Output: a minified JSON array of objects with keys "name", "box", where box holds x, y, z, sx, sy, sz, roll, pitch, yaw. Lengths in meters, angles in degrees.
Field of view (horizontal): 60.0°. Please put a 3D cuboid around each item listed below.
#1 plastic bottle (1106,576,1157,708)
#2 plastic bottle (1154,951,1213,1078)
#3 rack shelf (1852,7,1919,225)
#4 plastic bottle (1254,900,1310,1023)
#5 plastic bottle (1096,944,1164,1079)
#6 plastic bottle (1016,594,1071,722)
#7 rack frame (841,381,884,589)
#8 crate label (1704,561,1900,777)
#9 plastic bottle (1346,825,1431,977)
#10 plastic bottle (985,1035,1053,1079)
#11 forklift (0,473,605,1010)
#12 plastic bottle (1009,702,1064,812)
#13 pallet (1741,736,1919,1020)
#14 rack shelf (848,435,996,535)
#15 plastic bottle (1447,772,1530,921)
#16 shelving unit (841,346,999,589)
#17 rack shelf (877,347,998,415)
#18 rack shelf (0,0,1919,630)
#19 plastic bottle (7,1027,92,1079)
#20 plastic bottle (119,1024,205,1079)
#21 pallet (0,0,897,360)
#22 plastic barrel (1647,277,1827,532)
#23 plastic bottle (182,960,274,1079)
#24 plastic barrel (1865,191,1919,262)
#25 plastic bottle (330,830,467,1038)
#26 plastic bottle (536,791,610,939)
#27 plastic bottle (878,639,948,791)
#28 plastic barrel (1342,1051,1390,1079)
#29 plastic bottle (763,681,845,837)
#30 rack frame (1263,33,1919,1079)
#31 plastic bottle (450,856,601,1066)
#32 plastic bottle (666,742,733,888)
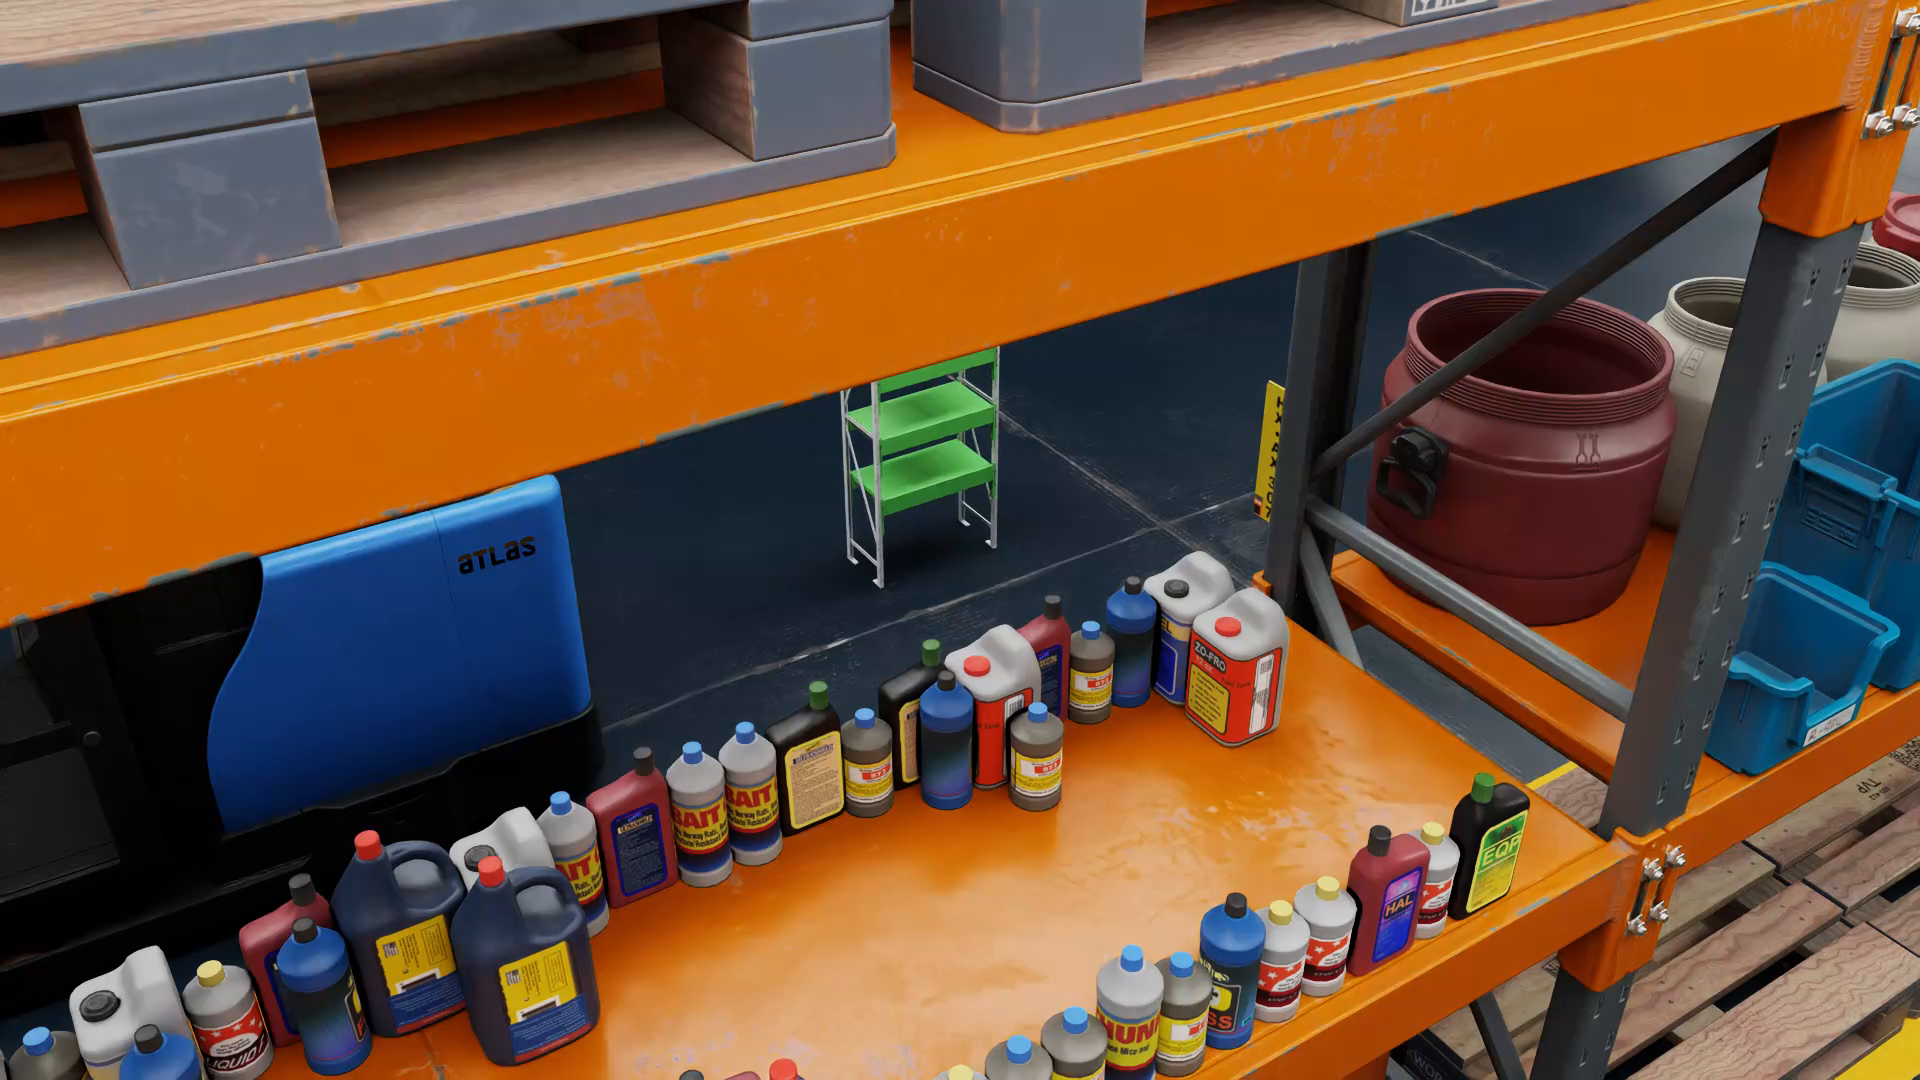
[{"name":"plastic bottle","box":[0.332,0.192,3.255,0.097,0.271,0.097,0,32,0]},{"name":"plastic bottle","box":[0.328,0.704,2.508,0.097,0.201,0.097,0,32,0]},{"name":"rack shelf","box":[2.664,-1.407,3.531,4.000,0.370,1.077,-19,37,-27]},{"name":"plastic bottle","box":[0.492,0.648,2.597,0.097,0.201,0.097,0,32,0]},{"name":"plastic bottle","box":[0.246,0.703,2.445,0.097,0.271,0.097,0,32,0]},{"name":"plastic bottle","box":[0.143,0.240,3.167,0.133,0.283,0.061,-19,37,-27]},{"name":"rack frame","box":[-0.344,-0.389,5.742,0.015,1.200,0.240,-19,37,-27]},{"name":"crate label","box":[1.540,0.253,3.194,0.416,0.233,0.303,-19,37,-27]},{"name":"plastic bottle","box":[0.680,0.560,2.660,0.133,0.283,0.061,-19,37,-27]},{"name":"plastic bottle","box":[0.083,0.789,2.374,0.097,0.201,0.097,0,32,0]},{"name":"forklift","box":[-2.604,-0.302,3.981,3.031,2.935,1.130,-18,36,-26]},{"name":"plastic bottle","box":[0.139,0.384,3.015,0.097,0.201,0.097,0,32,0]},{"name":"pallet","box":[2.680,0.758,4.850,1.213,0.211,1.003,-19,37,-27]},{"name":"rack shelf","box":[-0.139,-0.203,6.016,0.480,0.148,0.258,-19,37,-27]},{"name":"plastic bottle","box":[0.874,0.494,2.766,0.133,0.283,0.061,-19,37,-27]},{"name":"shelving unit","box":[-0.139,-0.460,5.854,0.503,1.200,0.258,-19,37,-27]},{"name":"rack shelf","box":[-0.139,-0.609,5.760,0.480,0.148,0.258,-19,37,-27]},{"name":"rack shelf","box":[-0.698,-0.250,1.698,4.000,0.370,1.077,-19,37,-27]},{"name":"plastic bottle","box":[-1.296,0.781,2.386,0.097,0.201,0.097,0,32,0]},{"name":"plastic bottle","box":[-1.101,0.781,2.321,0.097,0.271,0.097,0,32,0]},{"name":"pallet","box":[-0.821,-0.496,1.591,1.213,0.211,1.003,-19,37,-27]},{"name":"plastic barrel","box":[1.732,-0.304,3.816,0.421,0.512,0.421,0,32,0]},{"name":"plastic bottle","box":[-1.101,0.714,2.492,0.097,0.201,0.097,0,32,0]},{"name":"plastic barrel","box":[2.442,-0.562,4.203,0.433,0.535,0.433,0,32,0]},{"name":"plastic bottle","box":[-0.858,0.582,2.562,0.185,0.351,0.144,-19,37,-27]},{"name":"plastic bottle","box":[-0.639,0.526,2.726,0.097,0.271,0.097,0,32,0]},{"name":"plastic bottle","box":[-0.082,0.317,3.045,0.133,0.283,0.061,-19,37,-27]},{"name":"plastic barrel","box":[0.581,1.025,3.454,0.708,0.830,0.600,-19,37,-27]},{"name":"plastic bottle","box":[-0.276,0.384,2.939,0.133,0.283,0.061,-19,37,-27]},{"name":"rack frame","box":[0.983,0.136,3.223,0.127,3.000,1.000,-19,37,-27]},{"name":"plastic bottle","box":[-0.662,0.612,2.515,0.185,0.351,0.144,-19,37,-27]},{"name":"plastic bottle","box":[-0.445,0.459,2.832,0.097,0.271,0.097,0,32,0]}]
